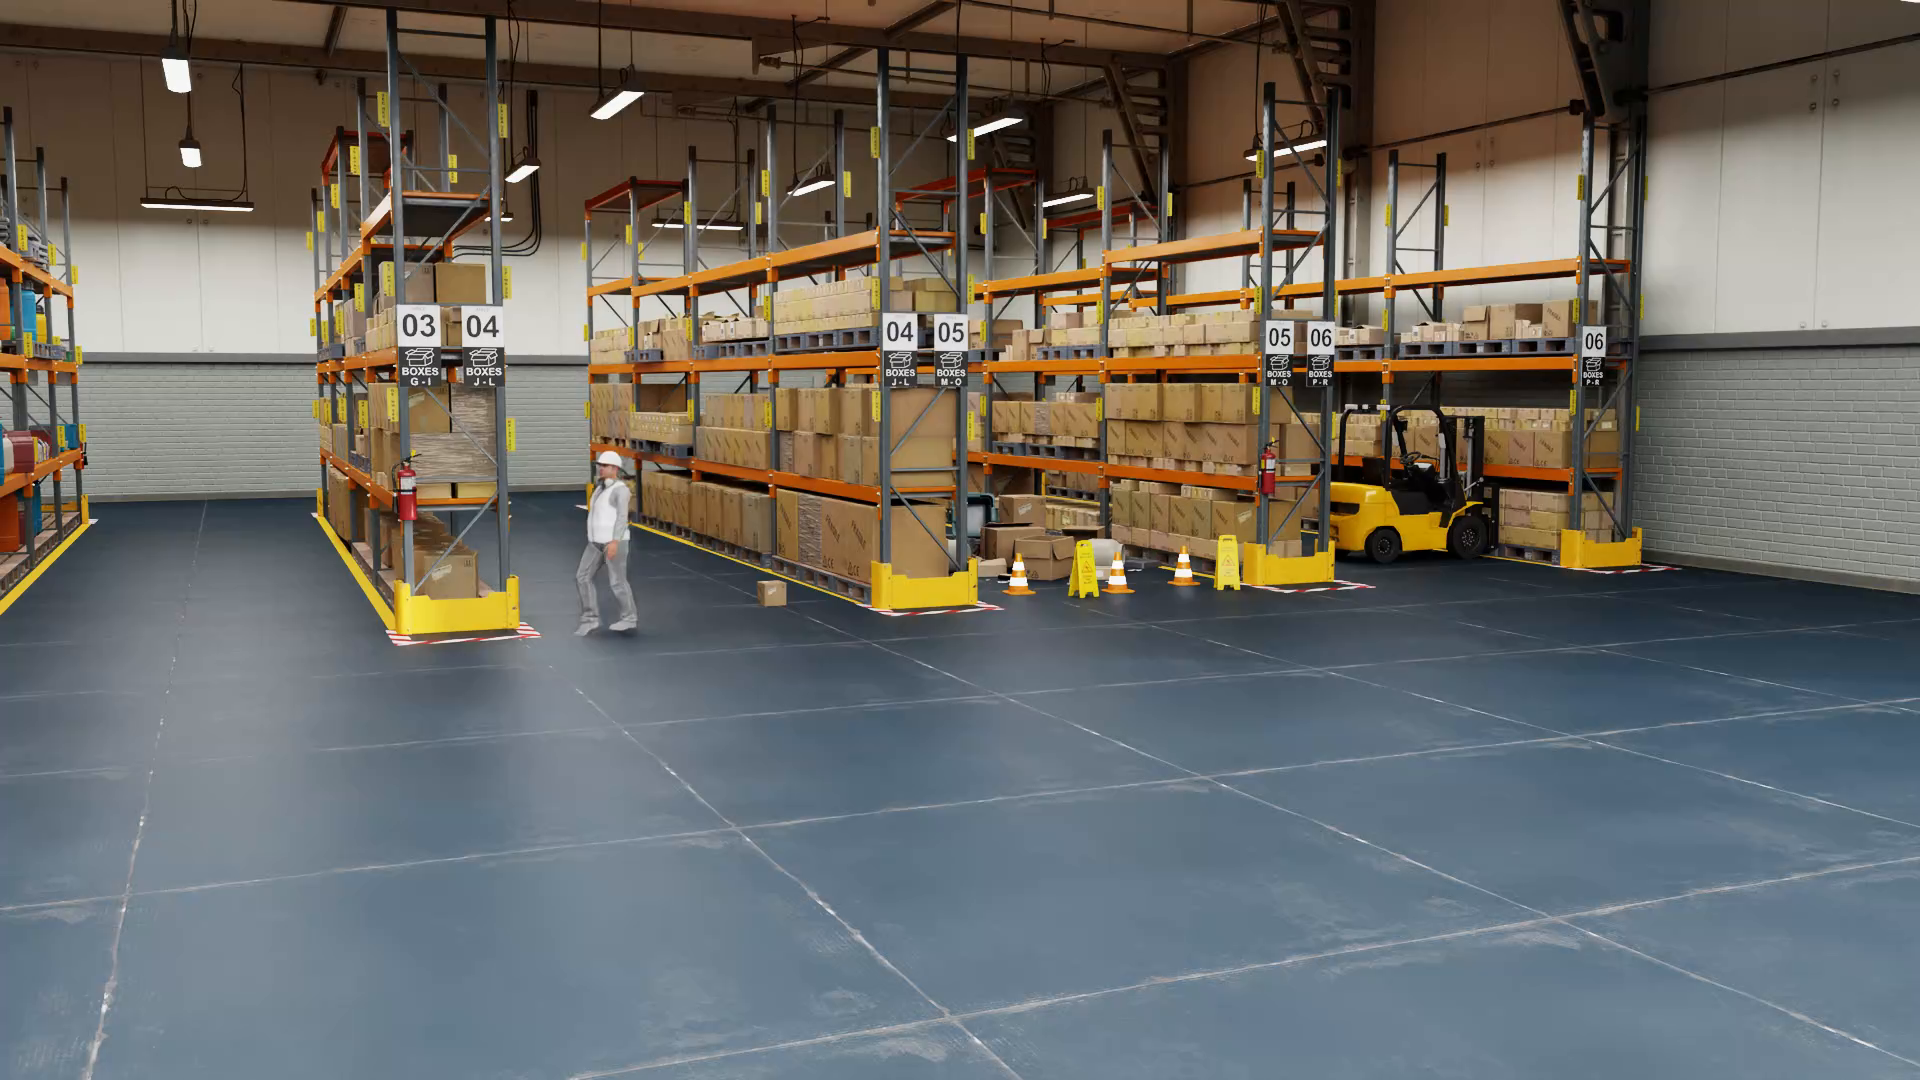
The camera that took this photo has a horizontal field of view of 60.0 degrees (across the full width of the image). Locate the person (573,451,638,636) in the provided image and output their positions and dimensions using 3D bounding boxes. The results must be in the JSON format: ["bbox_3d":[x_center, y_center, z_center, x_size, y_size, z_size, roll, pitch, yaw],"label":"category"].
[{"bbox_3d":[-3.449,0.054,16.208,0.570,1.836,0.621,5,7,44],"label":"person"}]
